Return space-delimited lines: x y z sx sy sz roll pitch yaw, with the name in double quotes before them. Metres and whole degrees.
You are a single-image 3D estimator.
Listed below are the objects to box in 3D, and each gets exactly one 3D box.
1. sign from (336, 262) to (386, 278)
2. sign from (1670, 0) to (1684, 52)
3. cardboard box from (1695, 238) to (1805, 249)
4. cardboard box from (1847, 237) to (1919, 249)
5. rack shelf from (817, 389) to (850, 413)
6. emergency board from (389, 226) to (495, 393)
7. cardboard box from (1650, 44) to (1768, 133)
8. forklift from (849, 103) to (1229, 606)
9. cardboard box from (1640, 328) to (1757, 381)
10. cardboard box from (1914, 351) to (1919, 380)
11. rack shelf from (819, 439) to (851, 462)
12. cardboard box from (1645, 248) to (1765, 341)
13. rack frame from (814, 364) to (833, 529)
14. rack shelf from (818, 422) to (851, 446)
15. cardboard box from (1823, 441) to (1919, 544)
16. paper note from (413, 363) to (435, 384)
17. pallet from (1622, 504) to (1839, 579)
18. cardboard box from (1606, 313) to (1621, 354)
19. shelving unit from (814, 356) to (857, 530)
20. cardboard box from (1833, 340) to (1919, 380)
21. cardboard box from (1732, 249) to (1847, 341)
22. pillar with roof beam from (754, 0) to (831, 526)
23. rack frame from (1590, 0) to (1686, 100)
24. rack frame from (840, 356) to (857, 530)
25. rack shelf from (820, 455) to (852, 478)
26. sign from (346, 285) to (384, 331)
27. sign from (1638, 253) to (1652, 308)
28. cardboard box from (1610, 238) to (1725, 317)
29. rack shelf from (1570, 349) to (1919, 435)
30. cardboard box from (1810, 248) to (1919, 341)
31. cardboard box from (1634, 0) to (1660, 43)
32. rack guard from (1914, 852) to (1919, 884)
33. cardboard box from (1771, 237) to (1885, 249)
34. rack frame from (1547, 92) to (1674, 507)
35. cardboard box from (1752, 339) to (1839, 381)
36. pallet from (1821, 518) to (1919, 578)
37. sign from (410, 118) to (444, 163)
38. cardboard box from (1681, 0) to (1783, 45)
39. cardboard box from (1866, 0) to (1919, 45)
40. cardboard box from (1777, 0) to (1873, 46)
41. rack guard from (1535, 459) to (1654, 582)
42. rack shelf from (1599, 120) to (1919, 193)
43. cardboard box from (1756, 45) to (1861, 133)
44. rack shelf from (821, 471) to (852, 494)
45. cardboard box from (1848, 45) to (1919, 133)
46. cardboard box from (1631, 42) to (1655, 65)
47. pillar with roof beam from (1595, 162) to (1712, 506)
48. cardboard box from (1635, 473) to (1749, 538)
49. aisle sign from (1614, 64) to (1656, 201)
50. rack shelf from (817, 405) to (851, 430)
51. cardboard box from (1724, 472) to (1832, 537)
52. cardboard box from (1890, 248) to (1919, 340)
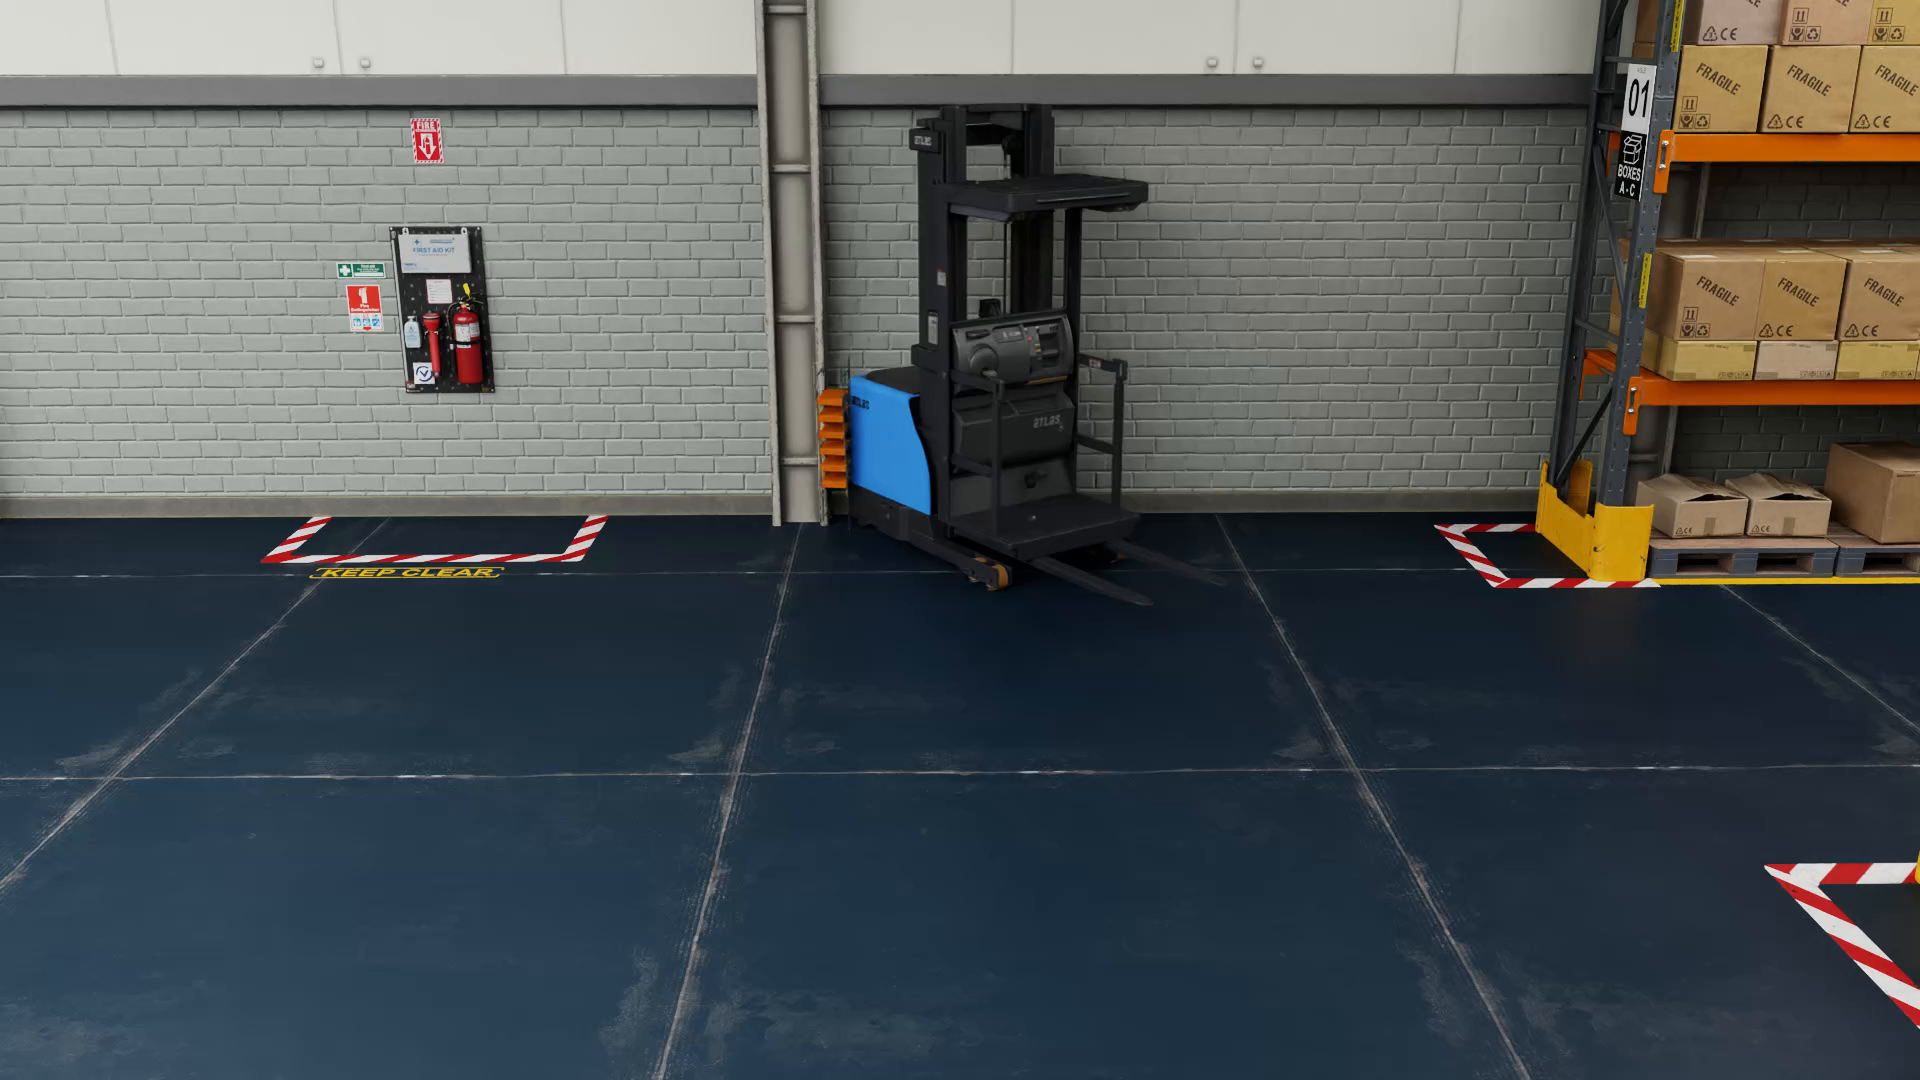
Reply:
"sign" -4.160 -1.872 11.548 0.331 0.109 0.001 0 18 -1
"sign" 4.183 -3.017 9.701 0.005 0.325 0.100 0 18 -1
"cardboard box" 5.146 -1.700 10.923 0.500 0.500 0.500 0 18 0
"cardboard box" 6.166 -1.707 10.942 0.500 0.500 0.500 0 18 0
"rack shelf" -0.872 -0.968 11.513 0.180 0.103 0.258 2 22 10
"emergency board" -3.610 -1.577 11.553 0.643 1.169 0.194 0 18 -1
"cardboard box" 4.513 -2.749 10.100 0.500 0.500 0.500 0 18 1
"forklift" 0.474 -1.240 10.614 1.130 2.935 3.031 -12 22 -34
"cardboard box" 4.667 -1.182 10.534 0.500 0.250 0.500 -1 18 -2
"cardboard box" 6.201 -1.191 10.563 0.500 0.250 0.500 0 18 0
"rack shelf" -0.864 -0.633 11.645 0.180 0.103 0.258 2 22 10
"cardboard box" 4.656 -1.544 10.436 0.500 0.500 0.500 0 18 -1
"rack frame" -0.955 -0.678 11.644 0.006 1.200 0.240 2 22 10
"rack shelf" -0.867 -0.744 11.601 0.180 0.103 0.258 2 22 10
"cardboard box" 6.172 -0.325 11.021 0.500 0.500 0.700 -1 18 -4
"paper note" -3.788 -1.178 11.750 0.142 0.148 0.016 0 18 -1
"pallet" 5.063 -0.004 11.215 1.213 0.211 1.003 0 18 -1
"cardboard box" 4.639 -1.338 11.021 0.500 0.250 0.500 0 18 0
"shelving unit" -0.865 -0.674 11.628 0.189 1.200 0.258 2 22 10
"cardboard box" 5.696 -1.190 10.558 0.500 0.250 0.500 -1 18 -2
"cardboard box" 5.151 -1.544 10.434 0.500 0.500 0.500 0 18 -1
"pillar with roof beam" -1.071 -3.119 6.538 0.400 9.000 9.100 0 18 -1
"rack frame" 4.174 -4.195 9.893 0.127 3.000 1.000 0 18 -1
"rack frame" -0.775 -0.670 11.613 0.006 1.200 0.240 2 22 10
"rack shelf" -0.861 -0.521 11.689 0.180 0.103 0.258 2 22 10
"sign" -4.165 -1.623 11.637 0.234 0.329 0.001 0 18 -1
"sign" 4.183 -1.585 10.161 0.005 0.325 0.100 0 18 -1
"cardboard box" 4.642 -1.701 10.924 0.500 0.500 0.500 0 18 -1
"rack shelf" 6.174 -1.006 10.950 4.000 0.370 1.077 0 18 -1
"cardboard box" 5.667 -1.544 10.436 0.500 0.500 0.500 -1 18 -3
"cardboard box" 4.601 -3.382 10.436 0.500 0.500 0.500 1 18 2
"rack guard" 4.232 1.365 6.475 0.348 0.500 1.175 0 18 -1
"cardboard box" 5.663 -1.704 10.934 0.500 0.500 0.500 -1 18 -2
"rack frame" 4.174 -1.339 10.810 0.127 3.000 1.000 0 18 -1
"cardboard box" 5.186 -1.189 10.556 0.500 0.250 0.500 -1 18 -3
"pallet" 6.280 -0.009 11.231 1.213 0.211 1.003 0 18 -1
"sign" -3.620 -2.711 11.293 0.199 0.298 0.001 0 18 -1
"cardboard box" 4.563 -3.228 9.955 0.500 0.500 0.500 -2 18 -5
"cardboard box" 5.578 -3.221 9.933 0.500 0.500 0.500 0 18 1
"cardboard box" 5.066 -3.215 9.914 0.500 0.500 0.500 0 18 -1
"rack guard" 4.250 -0.149 11.193 0.348 0.500 1.175 0 18 -1
"rack shelf" 6.174 -2.434 10.491 4.000 0.370 1.077 0 18 -1
"cardboard box" 5.050 -2.741 10.074 0.500 0.500 0.500 1 18 3
"rack shelf" -0.858 -0.409 11.733 0.180 0.103 0.258 2 22 10
"cardboard box" 5.569 -2.745 10.086 0.500 0.500 0.500 1 18 2
"cardboard box" 4.588 -2.903 10.580 0.500 0.500 0.500 1 18 3
"pillar with roof beam" 4.929 -3.148 6.629 0.400 9.000 9.100 0 18 -1
"cardboard box" 4.868 -0.244 11.078 0.500 0.311 0.500 -2 18 -7
"aisle sign" 4.107 -2.484 10.126 0.004 0.787 0.394 0 18 -1
"rack shelf" -0.870 -0.856 11.557 0.180 0.103 0.258 2 22 10
"cardboard box" 5.438 -0.246 11.086 0.500 0.311 0.500 1 18 4
"cardboard box" 6.183 -1.550 10.455 0.500 0.500 0.500 0 18 1
